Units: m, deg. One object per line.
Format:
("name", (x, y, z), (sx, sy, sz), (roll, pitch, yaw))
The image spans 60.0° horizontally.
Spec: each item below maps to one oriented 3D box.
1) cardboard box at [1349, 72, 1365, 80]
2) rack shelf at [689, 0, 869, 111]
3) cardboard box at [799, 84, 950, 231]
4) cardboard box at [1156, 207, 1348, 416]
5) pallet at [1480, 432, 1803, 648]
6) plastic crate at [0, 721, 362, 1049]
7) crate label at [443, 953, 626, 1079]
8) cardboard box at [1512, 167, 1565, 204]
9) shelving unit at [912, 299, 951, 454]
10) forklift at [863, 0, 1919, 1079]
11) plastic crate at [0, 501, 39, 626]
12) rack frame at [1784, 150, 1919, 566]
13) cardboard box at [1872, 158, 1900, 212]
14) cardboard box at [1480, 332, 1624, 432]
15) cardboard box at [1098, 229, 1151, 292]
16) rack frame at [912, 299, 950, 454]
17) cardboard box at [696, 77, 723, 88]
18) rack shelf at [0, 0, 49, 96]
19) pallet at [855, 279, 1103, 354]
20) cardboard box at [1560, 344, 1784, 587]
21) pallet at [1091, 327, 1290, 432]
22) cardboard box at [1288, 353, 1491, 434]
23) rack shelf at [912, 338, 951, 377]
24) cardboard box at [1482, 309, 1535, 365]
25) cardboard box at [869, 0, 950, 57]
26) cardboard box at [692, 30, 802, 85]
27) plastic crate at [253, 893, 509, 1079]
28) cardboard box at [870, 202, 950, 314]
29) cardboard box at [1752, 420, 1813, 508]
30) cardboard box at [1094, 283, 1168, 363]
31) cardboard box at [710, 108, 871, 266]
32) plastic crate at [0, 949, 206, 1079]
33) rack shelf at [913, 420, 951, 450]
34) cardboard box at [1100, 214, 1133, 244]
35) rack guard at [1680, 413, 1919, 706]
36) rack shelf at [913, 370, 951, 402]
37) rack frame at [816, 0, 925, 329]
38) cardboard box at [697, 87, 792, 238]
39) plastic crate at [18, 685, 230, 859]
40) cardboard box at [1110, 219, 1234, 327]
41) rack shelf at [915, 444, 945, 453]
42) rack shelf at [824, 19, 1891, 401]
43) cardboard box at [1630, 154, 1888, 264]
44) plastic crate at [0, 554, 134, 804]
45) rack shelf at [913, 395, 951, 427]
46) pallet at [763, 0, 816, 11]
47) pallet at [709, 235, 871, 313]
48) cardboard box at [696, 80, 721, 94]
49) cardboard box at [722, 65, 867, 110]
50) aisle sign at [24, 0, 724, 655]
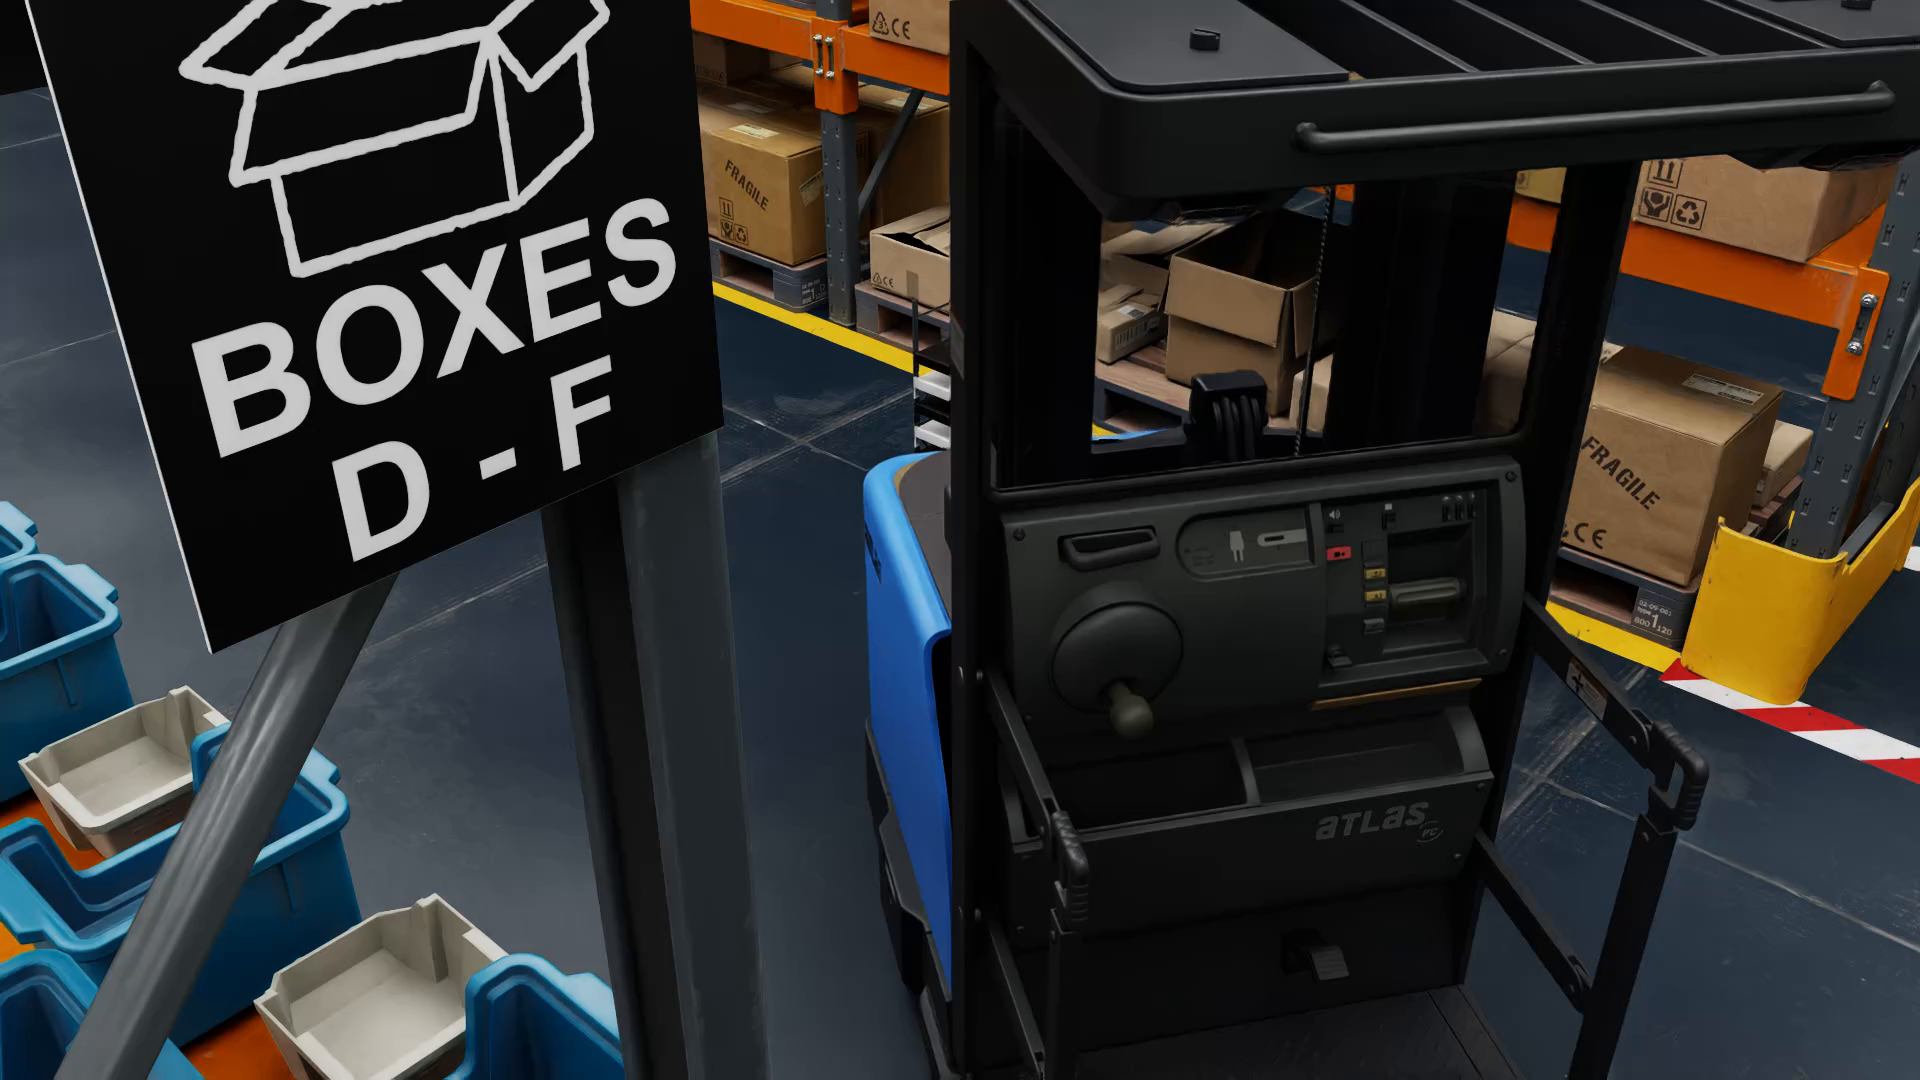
("cardboard box", (1.499, -1.483, 5.209), (0.500, 0.500, 0.500), (25, 39, 35))
("rack shelf", (-1.681, -2.805, 8.198), (4.000, 0.370, 1.077), (25, 39, 35))
("cardboard box", (-0.394, -1.799, 7.827), (0.500, 0.500, 0.500), (23, 38, 33))
("cardboard box", (1.198, -0.892, 6.317), (0.637, 0.503, 0.797), (25, 39, 35))
("pallet", (2.119, -0.144, 5.784), (1.213, 0.211, 1.003), (25, 39, 35))
("plastic crate", (-1.010, 0.463, 2.176), (0.300, 0.233, 0.416), (25, 39, 35))
("crate label", (-0.522, 0.691, 1.798), (0.303, 0.233, 0.416), (25, 39, 35))
("cardboard box", (1.865, -1.309, 4.918), (0.500, 0.500, 0.500), (25, 39, 35))
("shelving unit", (0.006, -0.383, 5.513), (0.210, 0.900, 0.258), (25, 39, 35))
("forklift", (0.581, 0.149, 2.660), (1.130, 2.935, 3.031), (-7, 32, -11))
("plastic crate", (-1.720, 0.131, 2.728), (0.300, 0.233, 0.416), (25, 39, 35))
("rack frame", (2.767, -1.037, 4.564), (0.127, 3.000, 1.000), (25, 39, 35))
("cardboard box", (2.615, -1.334, 4.960), (0.500, 0.500, 0.500), (26, 40, 36))
("cardboard box", (2.184, -0.517, 5.939), (0.500, 0.250, 0.500), (25, 39, 35))
("cardboard box", (0.732, -1.192, 7.160), (0.250, 0.149, 0.380), (25, 39, 35))
("rack frame", (-0.069, -0.418, 5.572), (0.006, 0.900, 0.240), (25, 39, 35))
("cardboard box", (-1.162, -2.155, 8.419), (0.500, 0.500, 0.500), (26, 39, 36))
("rack shelf", (-2.042, -0.813, 1.981), (4.000, 0.370, 1.077), (25, 39, 35))
("pallet", (0.310, -0.988, 7.187), (1.213, 0.211, 1.003), (25, 39, 35))
("cardboard box", (2.199, -0.248, 5.251), (0.500, 0.500, 0.500), (25, 39, 35))
("pallet", (1.219, -0.566, 6.486), (1.213, 0.211, 1.003), (25, 39, 35))
("cardboard box", (1.514, -0.481, 5.881), (0.500, 0.250, 0.500), (25, 39, 35))
("rack shelf", (0.006, -0.585, 5.391), (0.200, 0.077, 0.258), (25, 39, 35))
("cardboard box", (1.813, -0.690, 6.227), (0.500, 0.250, 0.500), (25, 39, 35))
("cardboard box", (-0.004, -2.183, 6.371), (0.500, 0.500, 0.500), (26, 40, 36))
("cardboard box", (-1.135, -2.466, 8.209), (0.500, 0.250, 0.500), (25, 39, 35))
("plastic crate", (-0.704, 0.590, 2.060), (0.298, 0.136, 0.250), (25, 39, 35))
("cardboard box", (-0.033, -1.229, 7.064), (0.500, 0.311, 0.500), (25, 39, 35))
("cardboard box", (2.687, -0.280, 5.644), (0.250, 0.149, 0.380), (25, 39, 35))
("cardboard box", (0.615, -0.872, 6.611), (0.250, 0.166, 0.380), (25, 39, 35))
("cardboard box", (-0.757, -1.600, 7.496), (0.500, 0.500, 0.500), (25, 39, 35))
("plastic crate", (-0.933, 0.771, 1.469), (0.499, 0.435, 0.616), (25, 39, 35))
("rack shelf", (0.006, -0.354, 5.530), (0.200, 0.077, 0.258), (25, 39, 35))
("cardboard box", (0.414, -1.450, 7.247), (0.500, 0.500, 0.500), (25, 39, 35))
("rack guard", (2.711, 0.008, 5.252), (0.348, 0.500, 1.175), (25, 39, 35))
("rack shelf", (0.006, -0.508, 5.438), (0.200, 0.077, 0.258), (25, 39, 35))
("rack frame", (-0.199, -2.421, 6.863), (0.127, 3.000, 1.000), (25, 39, 35))
("cardboard box", (-1.118, -1.774, 7.786), (0.500, 0.500, 0.500), (25, 39, 35))
("plastic crate", (-1.207, 0.355, 2.450), (0.298, 0.136, 0.250), (25, 39, 35))
("cardboard box", (0.970, -1.109, 6.865), (0.500, 0.311, 0.500), (25, 39, 35))
("rack shelf", (0.006, -0.277, 5.577), (0.200, 0.077, 0.258), (25, 39, 35))
("rack shelf", (1.284, -1.421, 5.899), (4.000, 0.370, 1.077), (25, 39, 35))
("cardboard box", (2.252, -1.130, 4.622), (0.500, 0.500, 0.500), (26, 40, 36))
("plastic crate", (-1.498, 0.235, 2.555), (0.300, 0.233, 0.416), (25, 39, 35))
("rack shelf", (0.006, -0.431, 5.484), (0.200, 0.077, 0.258), (25, 39, 35))
("pallet", (-0.718, -2.657, 7.441), (1.213, 0.211, 1.003), (25, 39, 35))
("pallet", (-0.827, -1.493, 8.026), (1.213, 0.211, 1.003), (25, 39, 35))
("cardboard box", (-1.489, -1.948, 8.074), (0.500, 0.500, 0.500), (26, 39, 36))
("cardboard box", (-0.797, -1.979, 8.127), (0.500, 0.500, 0.500), (26, 39, 36))
("aisle sign", (-0.307, -0.346, 0.896), (0.004, 0.787, 0.394), (25, 39, 35))
